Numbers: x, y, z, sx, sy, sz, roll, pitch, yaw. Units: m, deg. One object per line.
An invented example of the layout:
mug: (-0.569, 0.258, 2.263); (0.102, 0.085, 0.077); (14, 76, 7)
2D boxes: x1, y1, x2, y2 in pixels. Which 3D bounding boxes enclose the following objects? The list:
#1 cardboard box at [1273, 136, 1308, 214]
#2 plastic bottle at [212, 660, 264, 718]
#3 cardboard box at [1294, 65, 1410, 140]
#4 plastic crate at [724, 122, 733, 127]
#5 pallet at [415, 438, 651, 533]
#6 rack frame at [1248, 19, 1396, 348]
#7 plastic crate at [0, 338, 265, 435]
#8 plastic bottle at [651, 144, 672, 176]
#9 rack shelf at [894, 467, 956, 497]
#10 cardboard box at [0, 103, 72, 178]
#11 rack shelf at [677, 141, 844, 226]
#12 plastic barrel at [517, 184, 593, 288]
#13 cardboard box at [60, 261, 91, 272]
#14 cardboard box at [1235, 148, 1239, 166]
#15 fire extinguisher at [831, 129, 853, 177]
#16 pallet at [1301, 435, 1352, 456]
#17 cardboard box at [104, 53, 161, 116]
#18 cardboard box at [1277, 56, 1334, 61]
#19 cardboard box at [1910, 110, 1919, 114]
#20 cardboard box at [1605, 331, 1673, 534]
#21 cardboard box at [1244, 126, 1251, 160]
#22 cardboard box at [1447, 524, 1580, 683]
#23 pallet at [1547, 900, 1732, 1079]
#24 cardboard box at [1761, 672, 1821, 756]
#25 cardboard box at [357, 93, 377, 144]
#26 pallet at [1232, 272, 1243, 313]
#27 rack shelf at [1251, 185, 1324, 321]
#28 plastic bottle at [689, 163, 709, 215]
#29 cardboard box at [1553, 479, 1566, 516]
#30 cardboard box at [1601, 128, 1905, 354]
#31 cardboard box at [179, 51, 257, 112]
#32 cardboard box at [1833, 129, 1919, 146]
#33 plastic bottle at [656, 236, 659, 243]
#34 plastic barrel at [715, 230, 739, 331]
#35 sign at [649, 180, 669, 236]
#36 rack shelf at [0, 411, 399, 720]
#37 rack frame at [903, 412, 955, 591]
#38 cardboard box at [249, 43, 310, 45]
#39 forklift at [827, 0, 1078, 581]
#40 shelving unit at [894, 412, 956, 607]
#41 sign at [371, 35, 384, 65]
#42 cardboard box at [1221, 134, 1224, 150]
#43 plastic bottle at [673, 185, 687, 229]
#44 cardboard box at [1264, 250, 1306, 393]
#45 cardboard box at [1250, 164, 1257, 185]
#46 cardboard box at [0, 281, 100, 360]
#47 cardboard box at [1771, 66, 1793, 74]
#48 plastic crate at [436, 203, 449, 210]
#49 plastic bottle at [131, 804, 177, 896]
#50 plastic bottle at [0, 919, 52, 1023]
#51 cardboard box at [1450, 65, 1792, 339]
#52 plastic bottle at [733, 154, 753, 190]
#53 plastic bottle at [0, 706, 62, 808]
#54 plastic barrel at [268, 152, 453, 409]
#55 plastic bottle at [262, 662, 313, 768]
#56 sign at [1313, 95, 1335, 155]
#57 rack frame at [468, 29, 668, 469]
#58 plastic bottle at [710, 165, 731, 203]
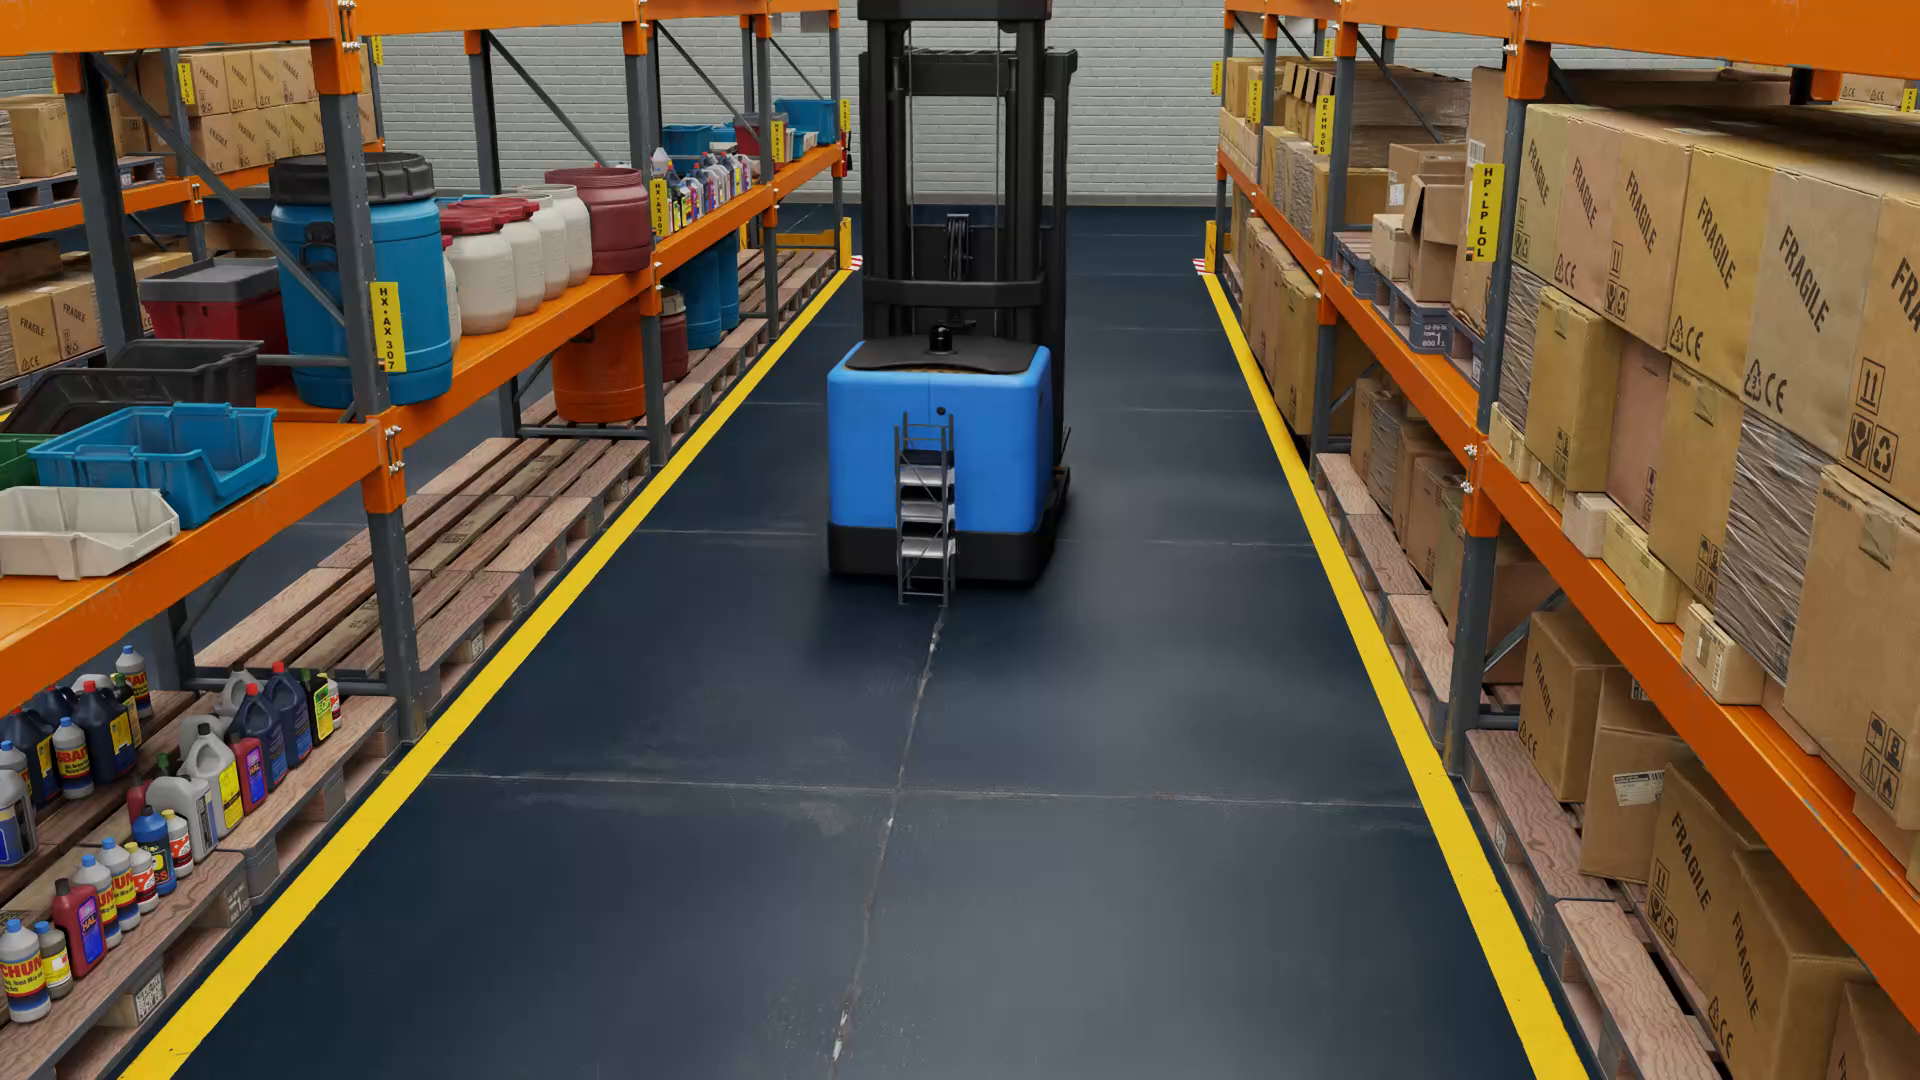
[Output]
cardboard box: (2.546, -2.626, 11.959); (0.500, 0.500, 0.500); (1, 18, 3)
plastic bottle: (-2.516, 0.600, 5.822); (0.144, 0.351, 0.185); (1, 18, 4)
cardboard box: (2.802, -3.140, 11.917); (0.797, 0.503, 0.637); (1, 18, 5)
plastic crate: (-2.147, -4.055, 16.654); (0.416, 0.233, 0.300); (1, 18, 4)
pallet: (-2.421, -0.331, 9.593); (1.003, 0.211, 1.213); (1, 18, 4)
rack frame: (2.900, -3.027, 13.344); (1.000, 3.000, 0.127); (1, 18, 4)
plastic crate: (-2.778, -0.464, 5.621); (0.767, 0.338, 0.504); (1, 18, 4)
plastic bottle: (-2.392, -3.000, 13.339); (0.144, 0.351, 0.185); (1, 18, 4)
rack shelf: (-0.164, -0.277, 7.836); (0.258, 0.077, 0.200); (3, 22, 9)
cardboard box: (-7.046, -2.946, 12.263); (0.700, 0.500, 0.500); (-3, 18, -10)
rack shelf: (-1.897, -3.417, 15.689); (1.077, 0.370, 4.000); (1, 18, 4)
plastic barrel: (-2.188, -1.624, 8.883); (0.421, 0.512, 0.421); (0, 18, 0)
cardboard box: (-7.286, -1.960, 13.395); (0.500, 0.500, 0.500); (2, 18, 5)
cardboard box: (2.706, -3.488, 15.154); (0.380, 0.149, 0.250); (2, 18, 5)
fire extinguisher: (-1.289, -4.203, 17.655); (0.296, 0.674, 0.183); (1, 18, 4)
pallet: (2.745, -0.703, 10.729); (1.003, 0.211, 1.213); (1, 18, 4)
cardboard box: (-7.203, -3.935, 14.348); (0.500, 0.500, 0.500); (1, 18, 4)
cardboard box: (3.414, -4.539, 16.516); (0.500, 0.500, 0.500); (2, 18, 5)
cardboard box: (7.353, -3.136, 12.449); (0.380, 0.149, 0.250); (2, 18, 7)
cardboard box: (2.226, -0.281, 4.325); (0.875, 0.500, 0.500); (1, 18, 4)
cardboard box: (2.704, -3.401, 14.248); (0.500, 0.250, 0.500); (2, 18, 6)
cardboard box: (2.392, 0.246, 6.663); (0.700, 0.500, 0.500); (0, 18, 0)
pallet: (2.229, 1.372, 4.397); (1.003, 0.211, 1.213); (1, 18, 4)
cardboard box: (1.927, 0.338, 3.479); (0.380, 0.149, 0.250); (1, 18, 4)
cardboard box: (-6.455, -4.394, 17.355); (0.500, 0.500, 0.500); (2, 18, 6)
pallet: (3.117, -2.316, 15.653); (1.003, 0.211, 1.213); (1, 18, 4)
rack shelf: (2.757, -2.064, 11.560); (1.077, 0.370, 4.000); (1, 18, 4)
plastic bottle: (-1.859, -2.479, 11.752); (0.144, 0.351, 0.185); (1, 18, 4)
cardboard box: (1.981, -0.130, 4.905); (0.380, 0.149, 0.250); (1, 18, 4)
cardboard box: (1.970, -0.762, 4.187); (0.500, 0.500, 0.500); (1, 18, 4)
cardboard box: (-6.630, -4.072, 14.768); (0.500, 0.500, 0.500); (1, 18, 2)
cardboard box: (2.497, -0.750, 4.151); (0.500, 0.500, 0.500); (1, 18, 4)
plastic bottle: (-1.938, -1.997, 10.406); (0.097, 0.271, 0.097); (0, 18, 0)
plastic barrel: (-2.096, -2.171, 13.428); (0.600, 0.901, 0.708); (1, 18, 4)
sign: (-1.778, -1.963, 9.834); (0.100, 0.325, 0.005); (1, 18, 4)
rack shelf: (-2.757, 0.310, 4.315); (1.077, 0.370, 4.000); (1, 18, 4)
rack frame: (-0.147, -0.178, 7.983); (0.240, 0.900, 0.006); (3, 22, 9)
cardboard box: (-6.989, -4.882, 17.240); (0.500, 0.500, 0.500); (2, 18, 6)
forklift: (0.052, -1.611, 9.134); (1.130, 2.935, 3.031); (2, 18, 7)
shelving unit: (-0.163, -0.141, 7.890); (0.258, 0.900, 0.210); (3, 22, 9)
sign: (-6.142, -5.174, 17.528); (0.100, 0.325, 0.005); (1, 18, 4)
cardboard box: (2.815, -3.967, 16.617); (0.380, 0.149, 0.250); (1, 18, 3)
plastic bottle: (-1.869, -2.223, 11.078); (0.061, 0.283, 0.133); (1, 18, 4)
cardboard box: (2.755, -1.465, 11.315); (1.225, 0.875, 0.875); (1, 18, 4)
cardboard box: (2.595, -3.010, 13.694); (0.380, 0.149, 0.250); (1, 18, 4)
cardboard box: (-6.845, -1.644, 12.430); (0.500, 0.500, 0.500); (1, 18, 2)
cardboard box: (7.740, -4.340, 15.106); (0.500, 0.500, 0.500); (1, 18, 3)
plastic crate: (-2.748, -1.431, 8.369); (0.402, 0.464, 0.583); (1, 18, 4)
plastic bottle: (-2.414, 0.920, 4.973); (0.097, 0.271, 0.097); (0, 18, 0)
plastic bottle: (-2.460, 1.121, 4.361); (0.097, 0.271, 0.097); (0, 18, 0)
cardboard box: (2.523, -1.271, 6.346); (1.000, 1.000, 1.000); (1, 18, 4)
plastic bottle: (-1.746, -2.949, 13.305); (0.152, 0.276, 0.135); (1, 18, 4)
plastic bottle: (-3.099, 0.697, 5.527); (0.144, 0.351, 0.185); (1, 18, 2)
plastic barrel: (-2.284, -1.004, 6.366); (0.600, 0.901, 0.708); (1, 18, 4)
plastic bottle: (-2.373, 0.603, 5.813); (0.144, 0.351, 0.185); (1, 18, 2)
sign: (2.059, -2.346, 9.407); (0.100, 0.325, 0.005); (1, 18, 4)
rack frame: (-2.327, -1.895, 9.890); (1.000, 3.000, 0.127); (1, 18, 4)
plastic bottle: (-1.809, -2.679, 12.481); (0.152, 0.276, 0.135); (1, 18, 4)
